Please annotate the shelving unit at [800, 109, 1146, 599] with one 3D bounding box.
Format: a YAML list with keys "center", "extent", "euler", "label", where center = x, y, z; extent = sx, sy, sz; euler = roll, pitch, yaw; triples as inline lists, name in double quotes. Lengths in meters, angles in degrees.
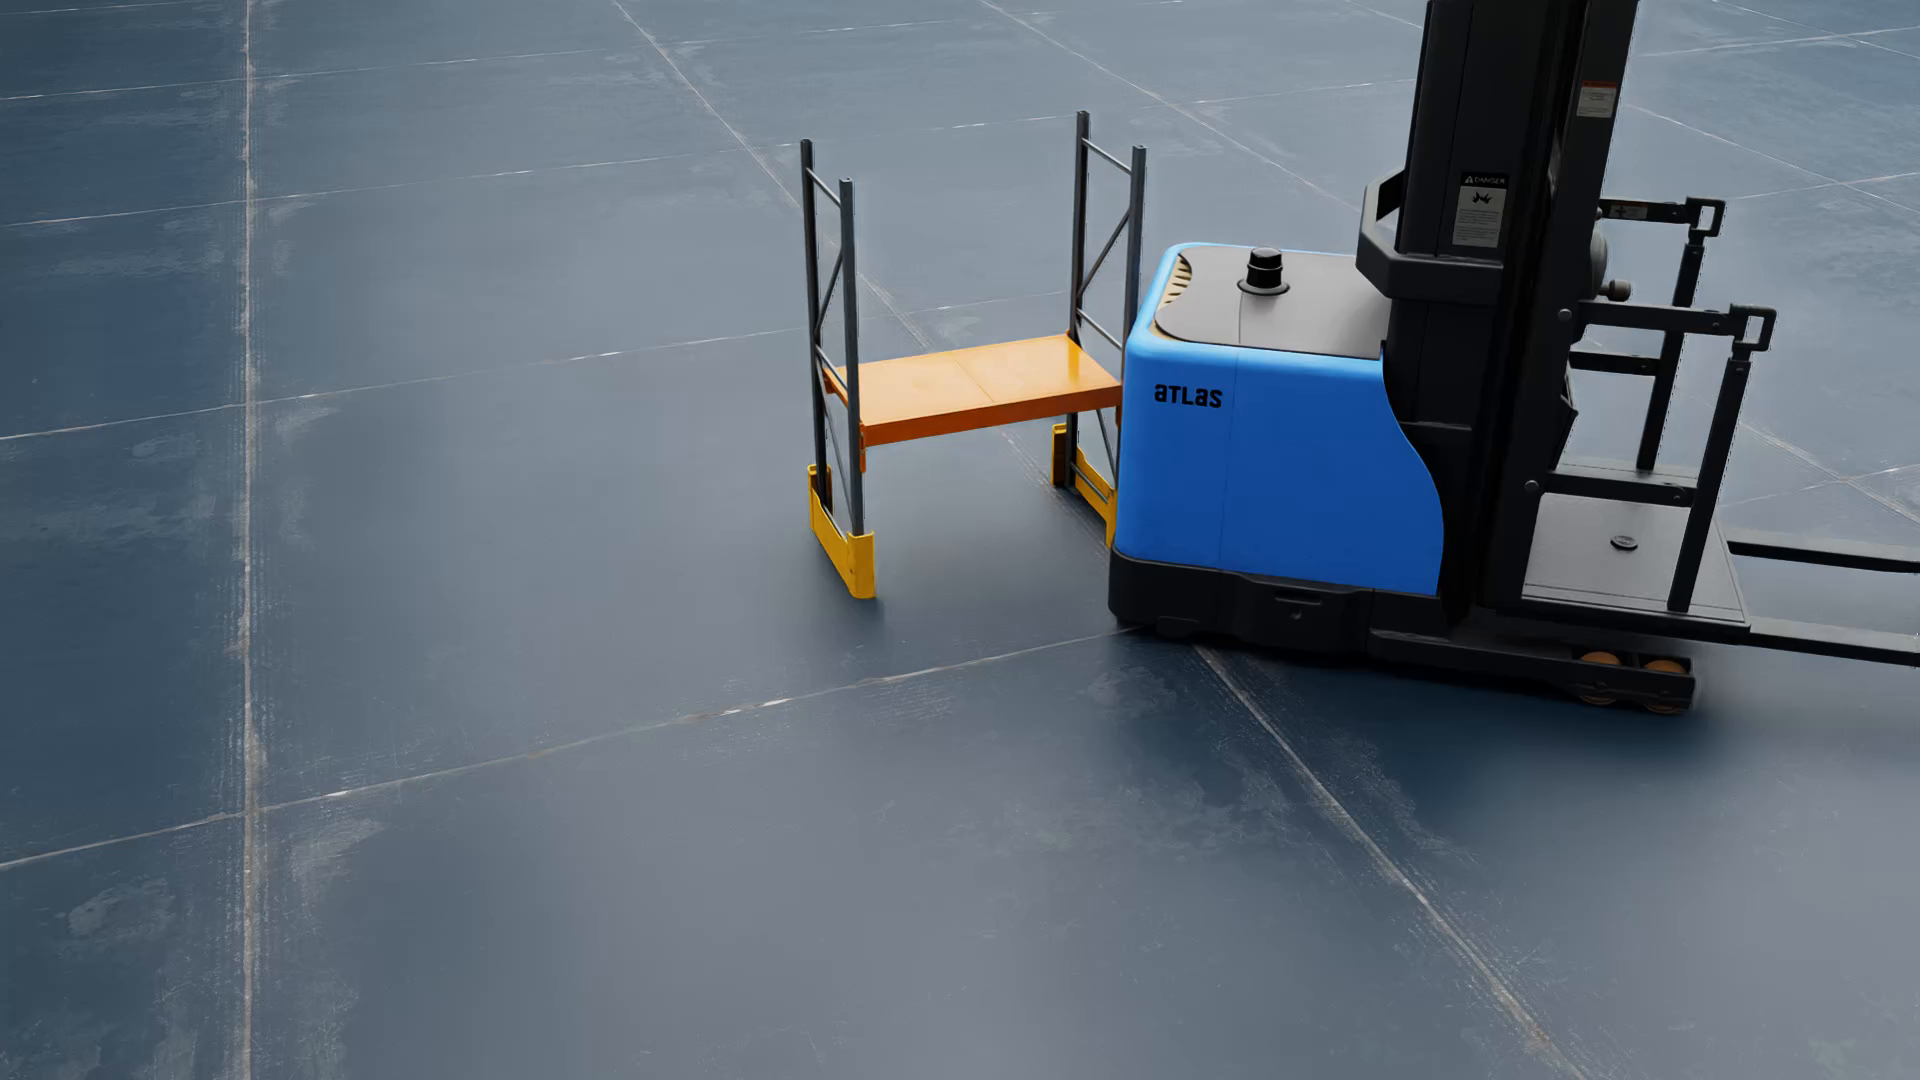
- center: [0.031, -0.670, 5.910]
  extent: [1.083, 1.500, 0.587]
  euler: [-10, 31, -18]
  label: "shelving unit"

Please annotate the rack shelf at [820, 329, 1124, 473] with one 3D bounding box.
- center: [0.040, -0.515, 6.002]
  extent: [1.000, 0.185, 0.538]
  euler: [-10, 31, -18]
  label: "rack shelf"

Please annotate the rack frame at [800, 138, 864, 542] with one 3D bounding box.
- center: [-0.437, -0.583, 5.758]
  extent: [0.032, 1.500, 0.500]
  euler: [-10, 31, -18]
  label: "rack frame"

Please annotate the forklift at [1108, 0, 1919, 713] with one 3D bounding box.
- center: [2.082, -1.014, 5.070]
  extent: [3.031, 2.935, 1.130]
  euler: [7, 30, 12]
  label: "forklift"

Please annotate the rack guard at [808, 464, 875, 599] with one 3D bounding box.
- center: [-0.436, -0.040, 6.068]
  extent: [0.087, 0.250, 0.587]
  euler: [-10, 31, -18]
  label: "rack guard"

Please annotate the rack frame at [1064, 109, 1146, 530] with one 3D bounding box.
- center: [0.516, -0.759, 6.067]
  extent: [0.032, 1.500, 0.500]
  euler: [-10, 31, -18]
  label: "rack frame"

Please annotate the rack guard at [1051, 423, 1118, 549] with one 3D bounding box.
- center: [0.498, -0.213, 6.371]
  extent: [0.087, 0.250, 0.587]
  euler: [-10, 31, -18]
  label: "rack guard"
